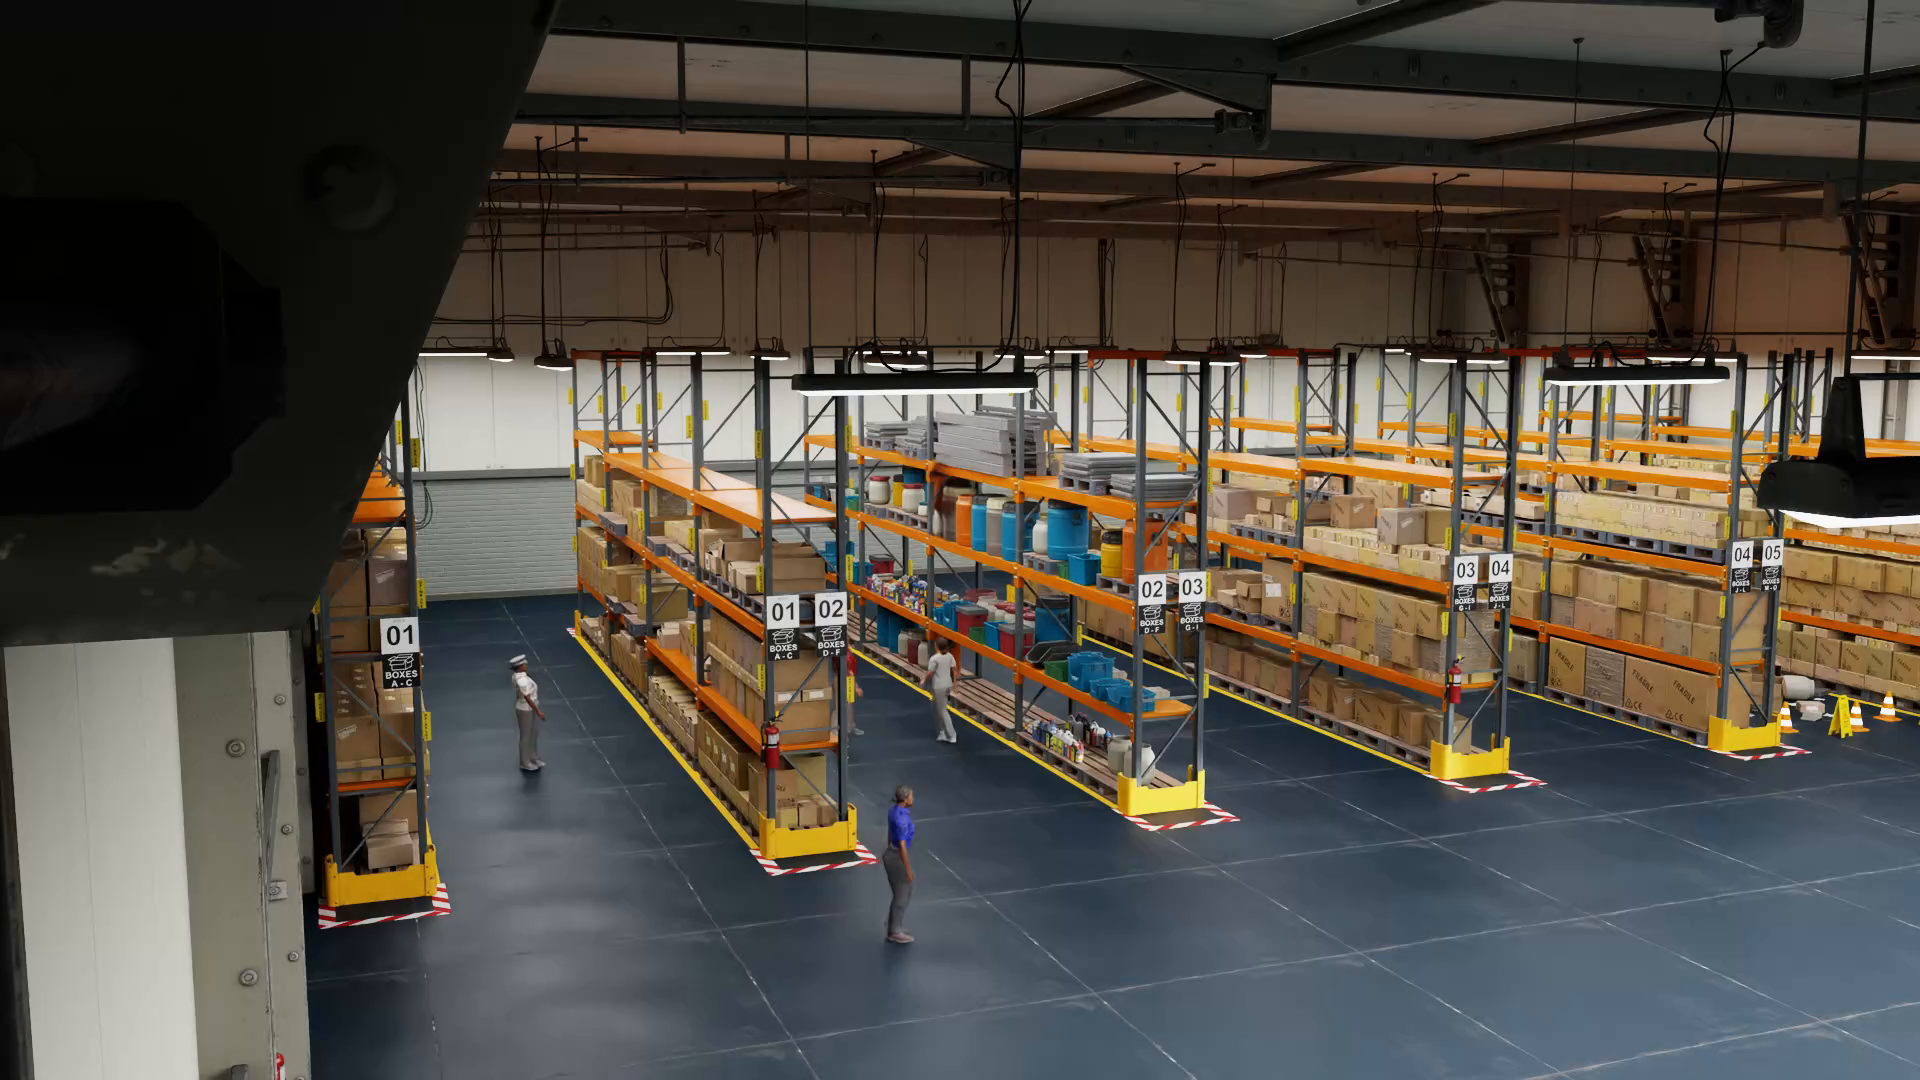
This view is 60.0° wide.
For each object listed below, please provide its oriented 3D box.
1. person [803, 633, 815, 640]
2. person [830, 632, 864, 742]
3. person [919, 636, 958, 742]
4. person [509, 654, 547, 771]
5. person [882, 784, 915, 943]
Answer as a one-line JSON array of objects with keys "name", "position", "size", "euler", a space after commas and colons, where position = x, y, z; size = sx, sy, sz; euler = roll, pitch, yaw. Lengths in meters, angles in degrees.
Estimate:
[{"name": "person", "position": [-2.727, 1.899, 28.548], "size": [0.629, 1.726, 0.956], "euler": [-4, 8, -29]}, {"name": "person", "position": [-1.761, 2.250, 25.813], "size": [0.621, 1.726, 0.708], "euler": [-1, 7, -11]}, {"name": "person", "position": [-0.329, 2.328, 25.749], "size": [0.646, 1.715, 0.505], "euler": [5, 9, 34]}, {"name": "person", "position": [-6.262, 2.507, 24.235], "size": [0.547, 1.704, 0.528], "euler": [0, 7, 3]}, {"name": "person", "position": [-0.627, 3.387, 17.389], "size": [0.359, 1.693, 0.596], "euler": [-1, 7, -9]}]
